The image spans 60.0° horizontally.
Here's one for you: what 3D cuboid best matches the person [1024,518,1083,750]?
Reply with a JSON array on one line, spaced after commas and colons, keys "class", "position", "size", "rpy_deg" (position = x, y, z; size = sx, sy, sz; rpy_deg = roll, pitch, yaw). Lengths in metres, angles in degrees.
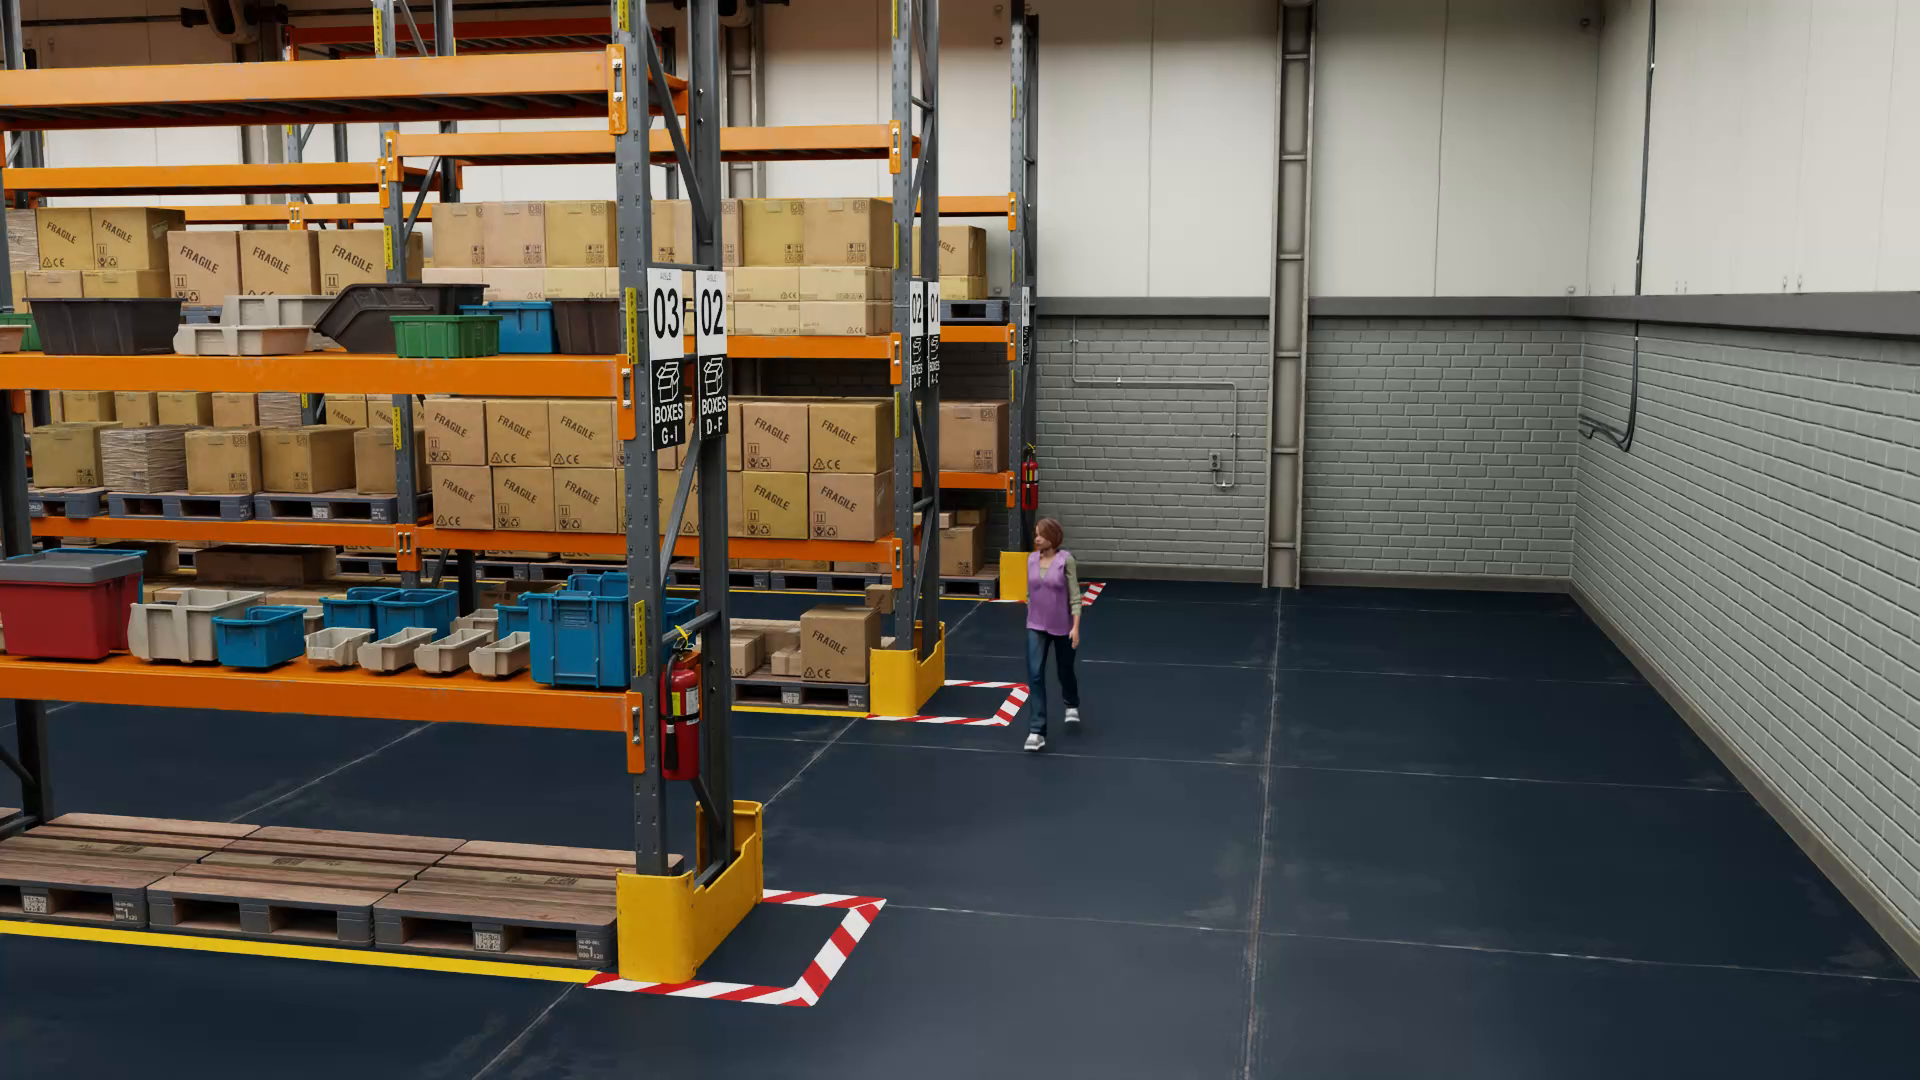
[{"class": "person", "position": [0.651, 0.617, 11.547], "size": [0.460, 1.545, 0.932], "rpy_deg": [3, 9, 19]}]
